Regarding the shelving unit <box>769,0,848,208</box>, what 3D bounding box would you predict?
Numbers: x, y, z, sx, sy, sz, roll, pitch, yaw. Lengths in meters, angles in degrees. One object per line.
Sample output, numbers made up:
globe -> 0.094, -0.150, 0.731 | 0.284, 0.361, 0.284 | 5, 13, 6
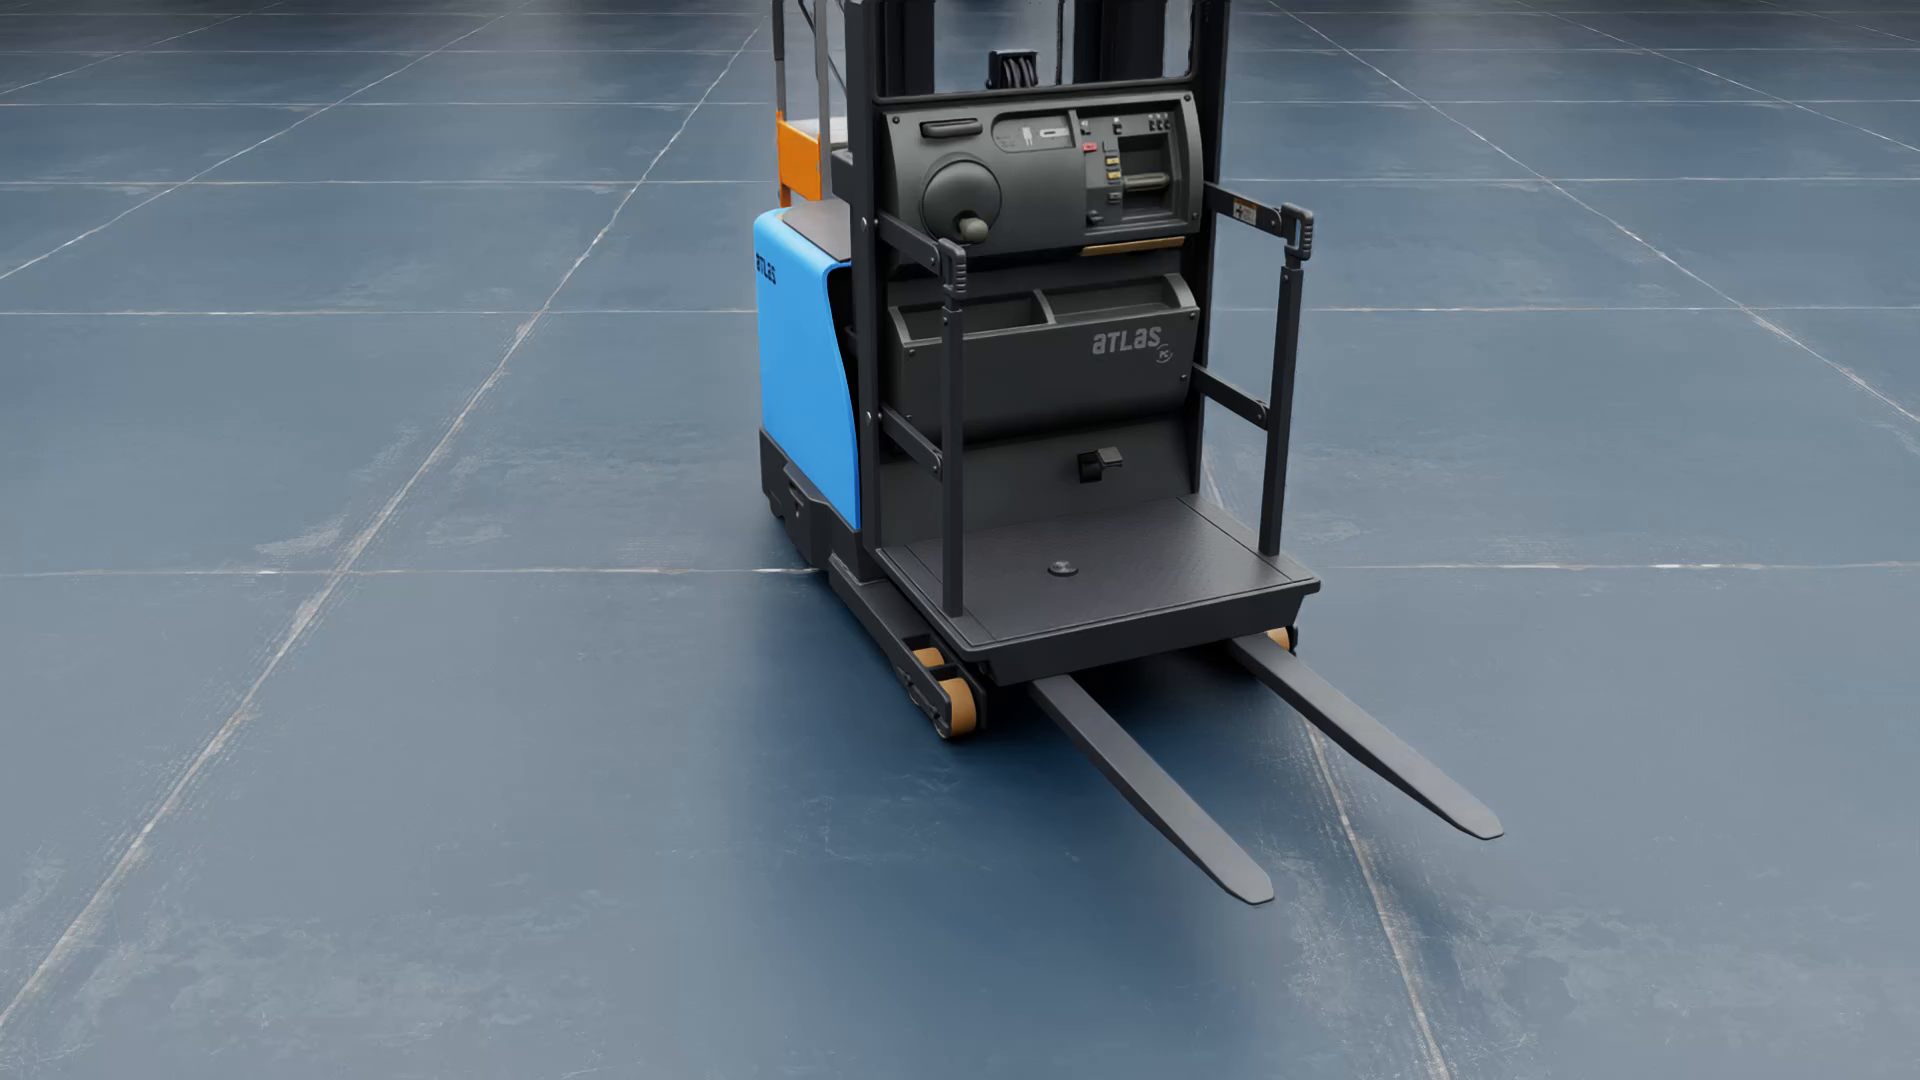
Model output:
shelving unit -> -0.387, -1.281, 6.035 | 0.431, 2.100, 0.503 | -10, 26, -21

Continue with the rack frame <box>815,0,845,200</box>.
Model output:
rack frame -> -0.292, -1.189, 5.831 | 0.400, 2.100, 0.015 | -10, 26, -21

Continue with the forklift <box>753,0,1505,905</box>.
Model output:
forklift -> 0.331, -0.992, 4.386 | 1.130, 2.935, 3.031 | -10, 26, -21

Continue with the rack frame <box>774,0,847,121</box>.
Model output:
rack frame -> -0.483, -1.374, 6.240 | 0.400, 2.100, 0.015 | -10, 26, -21

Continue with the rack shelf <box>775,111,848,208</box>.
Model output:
rack shelf -> -0.387, -1.269, 6.041 | 0.431, 0.518, 0.480 | -10, 26, -21

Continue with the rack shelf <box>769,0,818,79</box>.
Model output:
rack shelf -> -0.387, -1.907, 5.752 | 0.431, 0.518, 0.480 | -10, 26, -21
